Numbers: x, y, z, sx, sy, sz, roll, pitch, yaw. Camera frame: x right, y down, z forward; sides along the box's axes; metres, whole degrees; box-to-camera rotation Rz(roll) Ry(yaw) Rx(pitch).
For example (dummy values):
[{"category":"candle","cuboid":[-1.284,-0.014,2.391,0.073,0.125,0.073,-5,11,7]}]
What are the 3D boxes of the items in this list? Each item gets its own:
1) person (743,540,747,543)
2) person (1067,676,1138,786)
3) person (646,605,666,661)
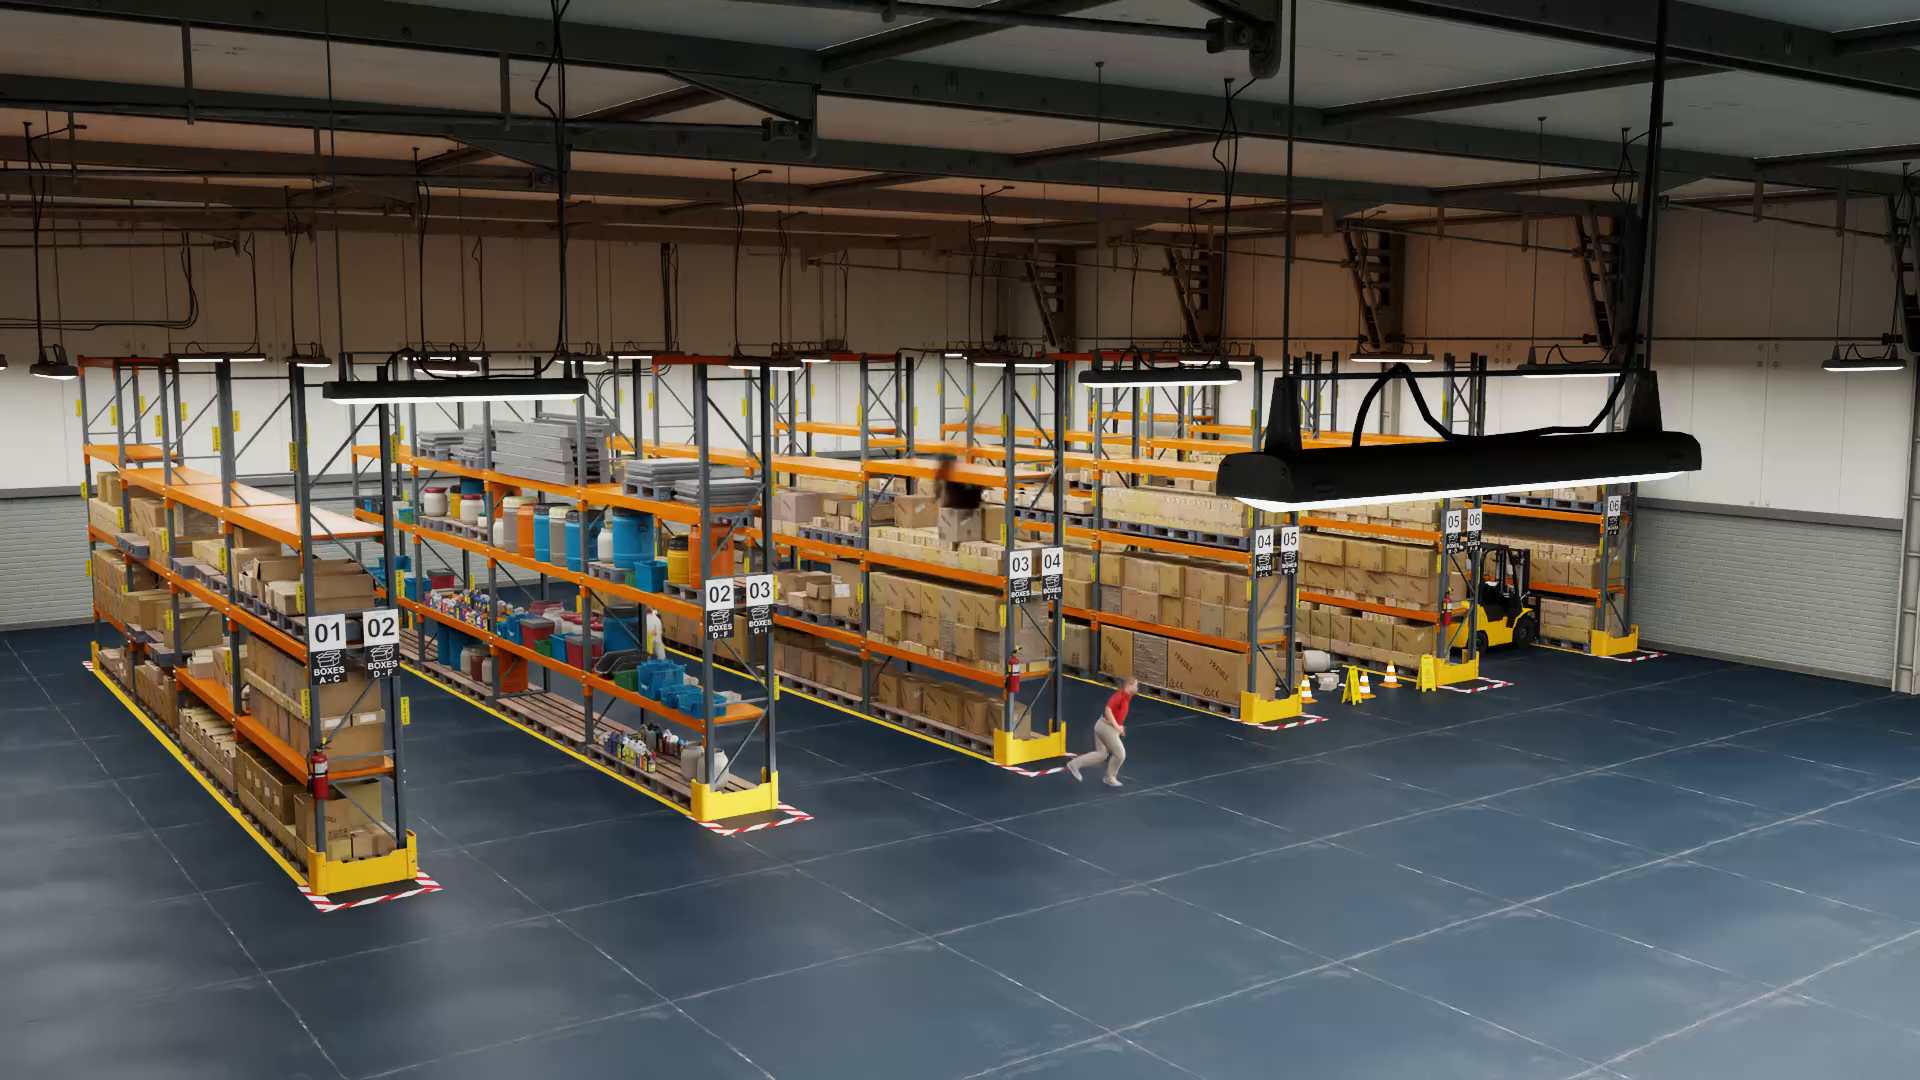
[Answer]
[{"category":"person","cuboid":[-5.076,0.813,39.094,0.613,1.656,0.825,-4,8,-27]},{"category":"person","cuboid":[2.022,2.722,23.626,1.010,1.611,0.658,1,7,9]},{"category":"person","cuboid":[-5.613,1.884,30.072,0.604,1.717,0.718,-5,9,-37]}]
